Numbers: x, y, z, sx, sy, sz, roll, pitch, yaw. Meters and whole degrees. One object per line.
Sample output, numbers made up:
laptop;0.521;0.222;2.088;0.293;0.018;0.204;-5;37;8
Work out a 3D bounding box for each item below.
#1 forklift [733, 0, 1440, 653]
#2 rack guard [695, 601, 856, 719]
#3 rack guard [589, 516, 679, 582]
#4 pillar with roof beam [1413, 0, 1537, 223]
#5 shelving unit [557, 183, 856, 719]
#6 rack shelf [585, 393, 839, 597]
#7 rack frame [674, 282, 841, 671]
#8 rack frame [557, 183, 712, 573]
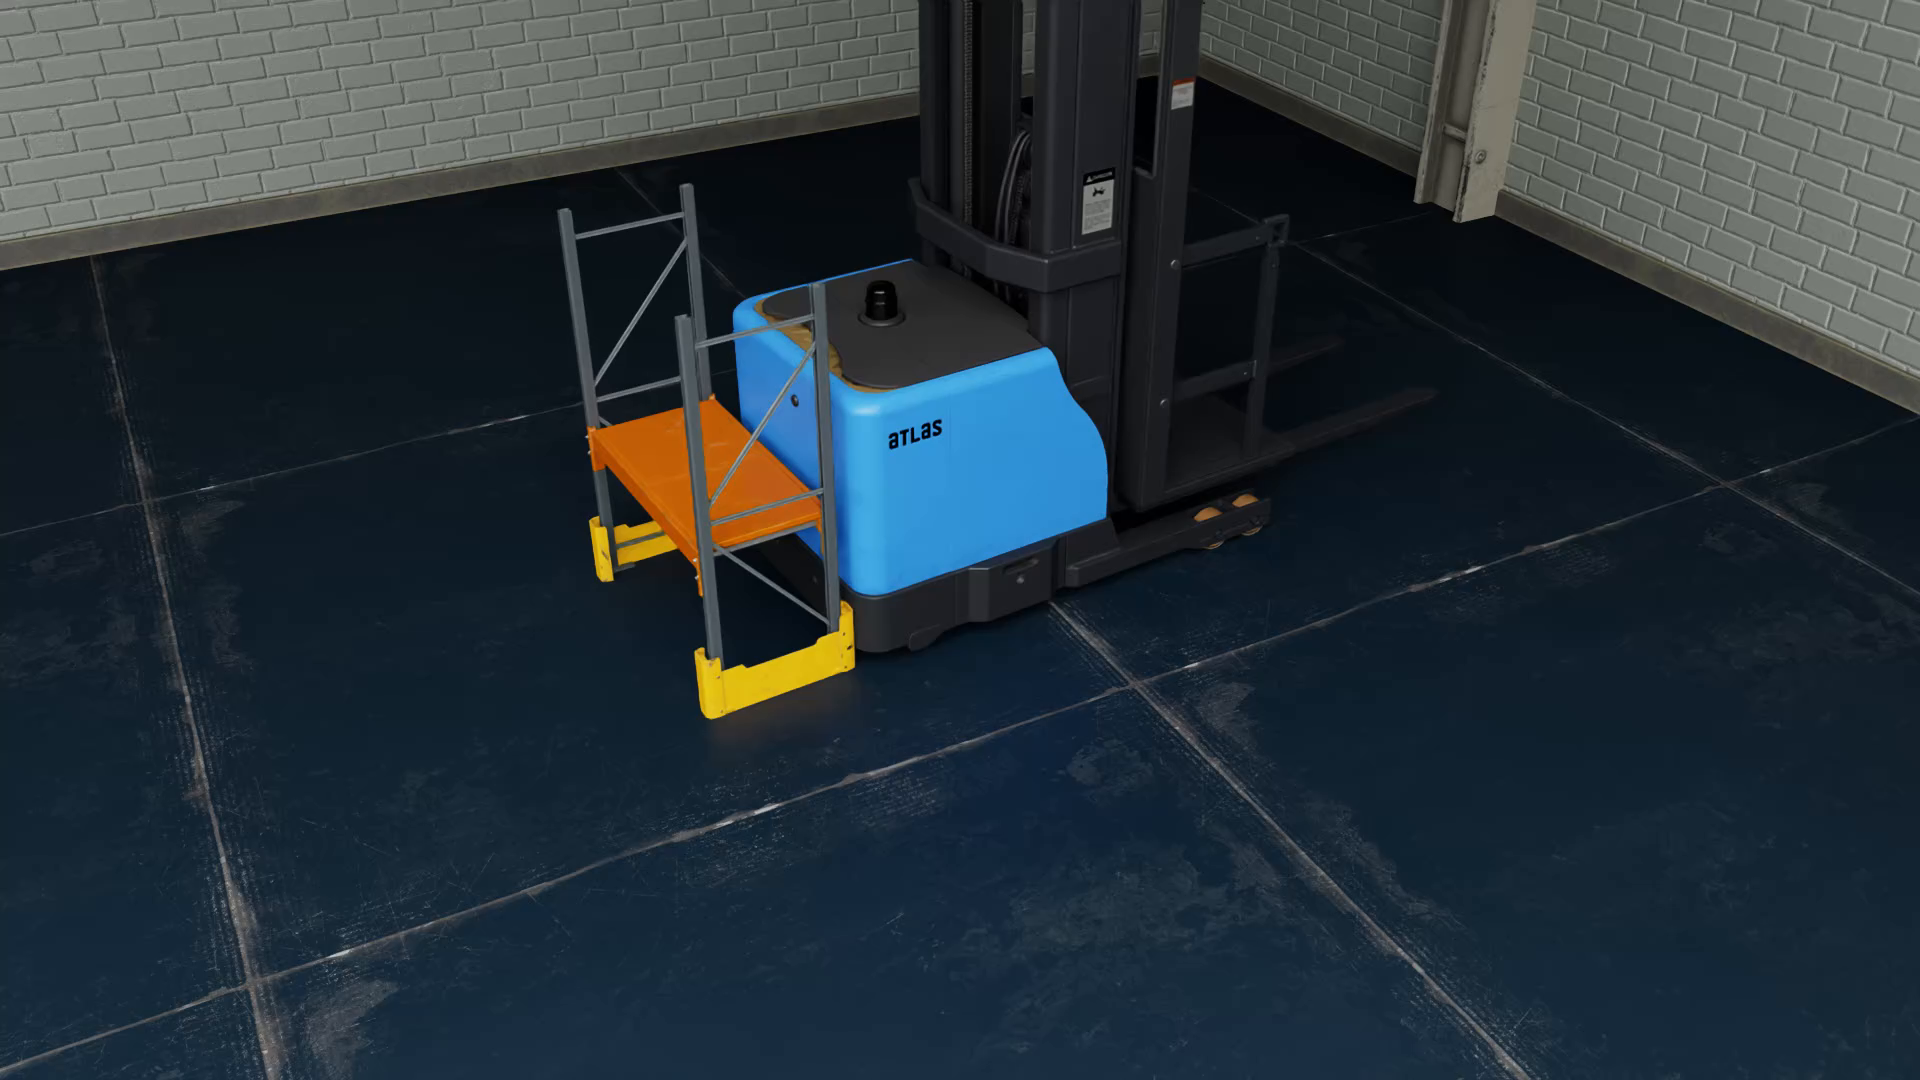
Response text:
forklift;0.666;-1.419;6.248;3.031;2.935;1.130;-19;37;-27
rack guard;-0.644;0.420;5.862;0.587;0.250;0.087;-18;37;-26
rack guard;-1.164;-0.038;6.578;0.587;0.250;0.087;-18;37;-26
pillar with roof beam;-0.884;-4.672;5.700;9.100;9.000;0.400;-16;36;-23
shelving unit;-0.904;-0.335;5.883;0.587;1.500;1.083;-18;37;-26
rack shelf;-0.908;-0.188;5.986;0.538;0.185;1.000;-18;37;-26
rack frame;-0.643;-0.105;5.524;0.500;1.500;0.032;-18;37;-26
rack frame;-1.174;-0.573;6.254;0.500;1.500;0.032;-18;37;-26
